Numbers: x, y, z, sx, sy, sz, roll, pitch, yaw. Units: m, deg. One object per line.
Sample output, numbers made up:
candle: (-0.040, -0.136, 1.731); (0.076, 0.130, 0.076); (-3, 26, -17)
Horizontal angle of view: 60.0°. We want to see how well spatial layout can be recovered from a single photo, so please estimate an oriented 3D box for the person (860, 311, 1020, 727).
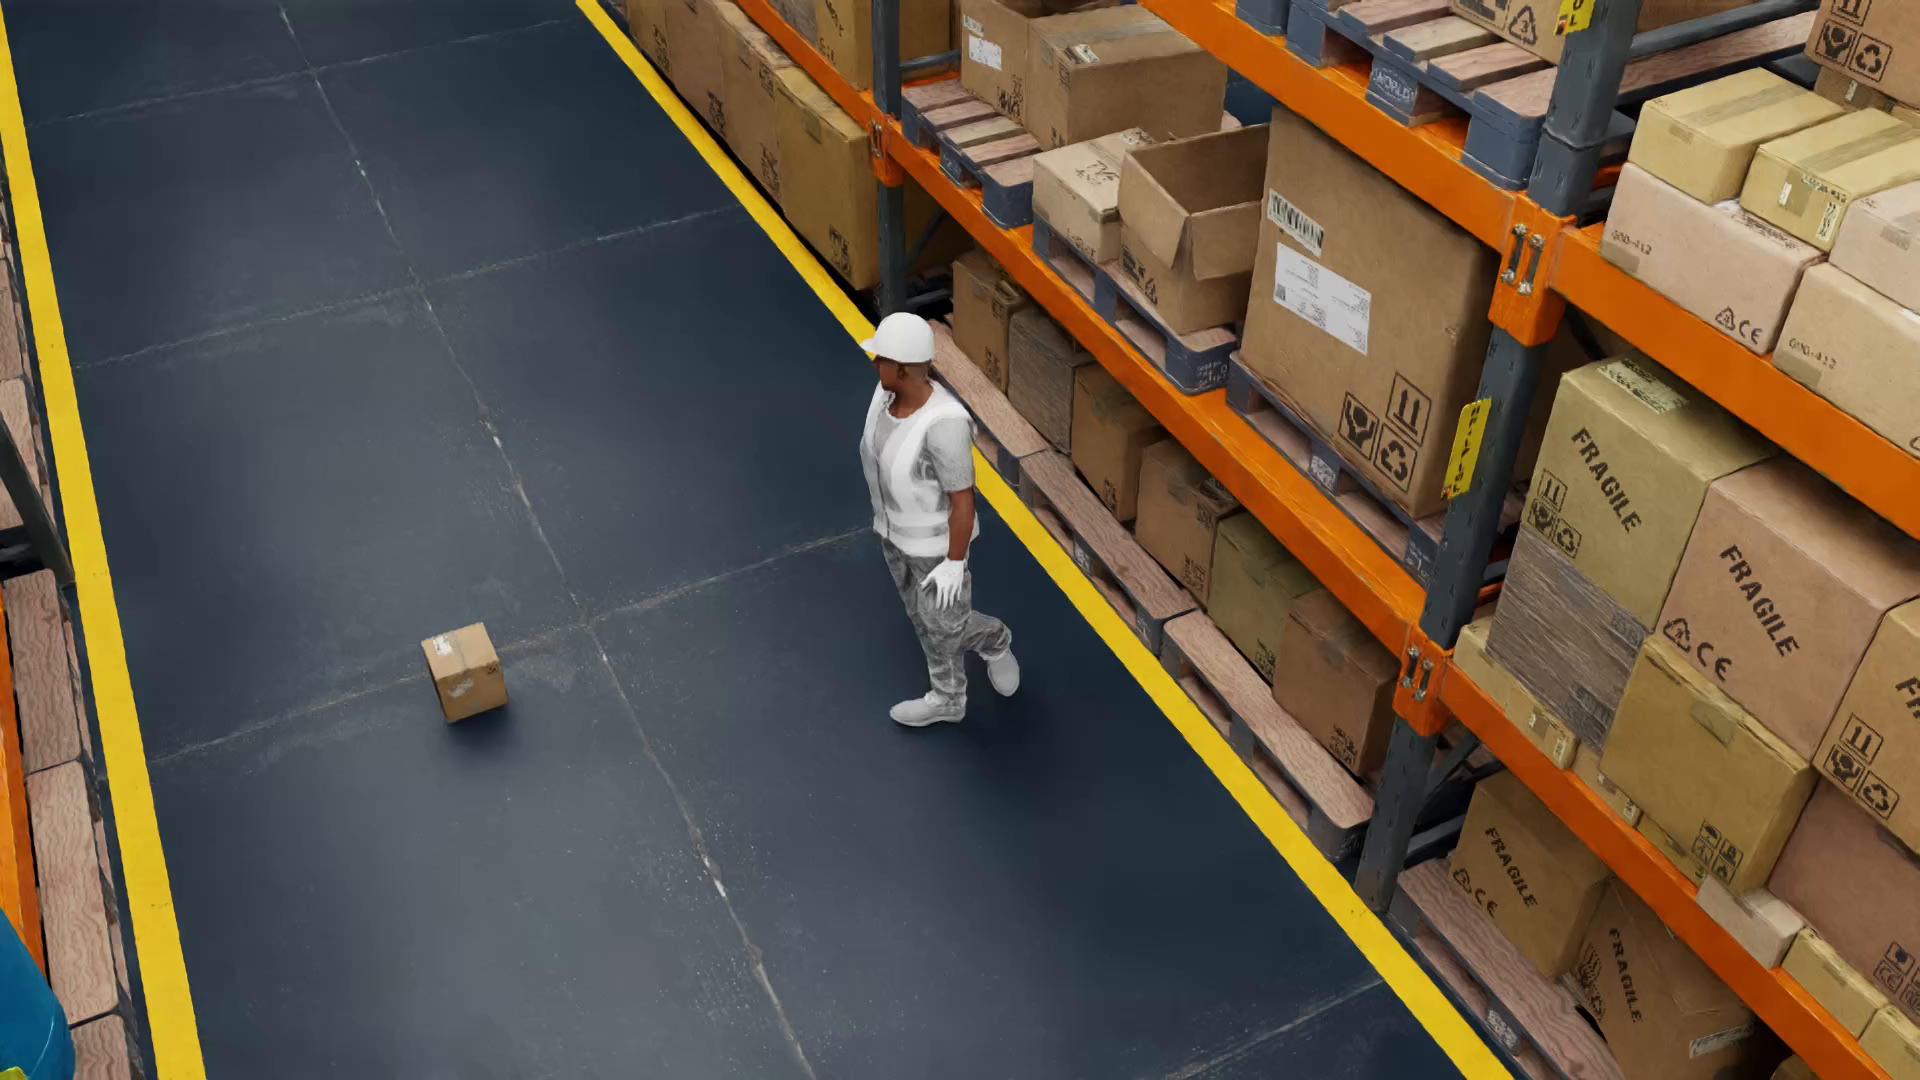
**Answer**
person: (-0.073, -0.058, 6.231); (0.570, 1.758, 0.625); (-27, 48, -28)
